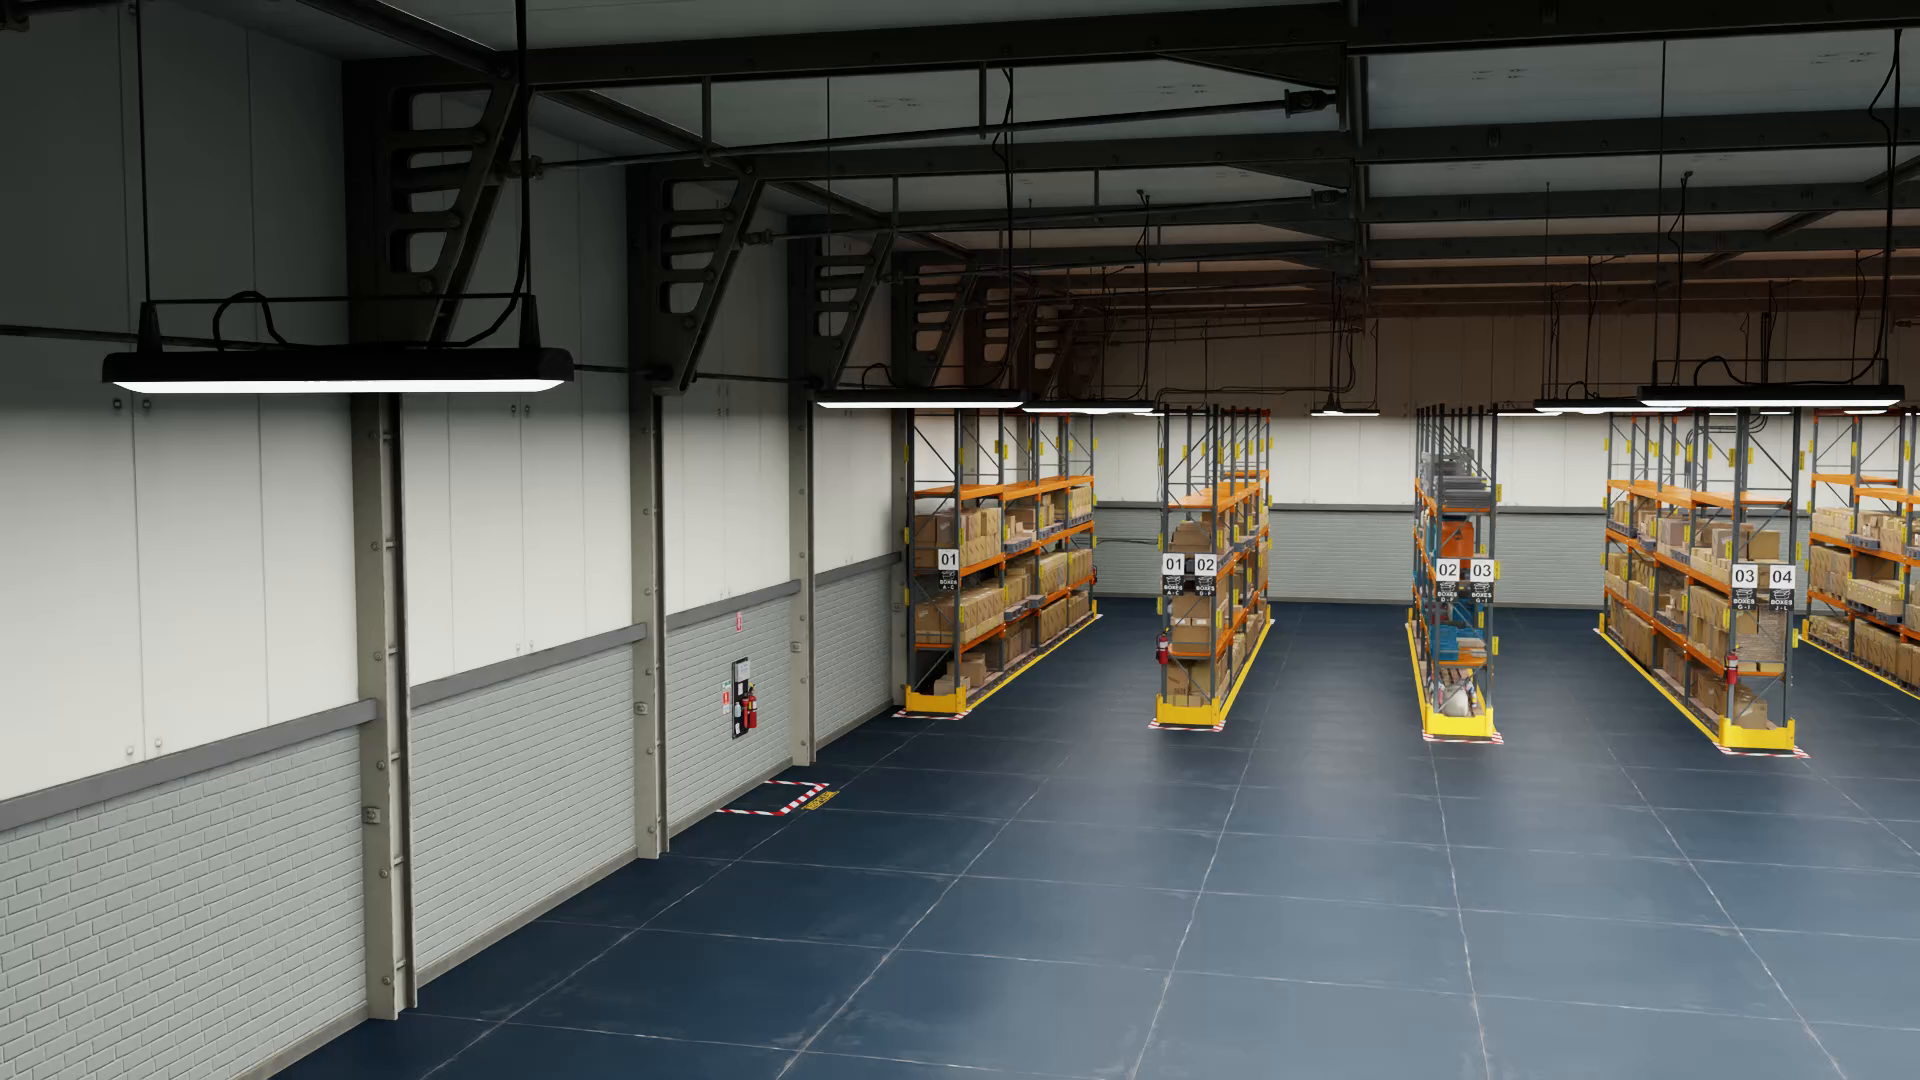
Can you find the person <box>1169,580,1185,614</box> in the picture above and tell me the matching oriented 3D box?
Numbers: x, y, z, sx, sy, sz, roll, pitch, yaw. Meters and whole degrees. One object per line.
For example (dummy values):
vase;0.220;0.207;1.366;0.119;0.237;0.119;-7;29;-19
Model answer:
person;6.442;1.322;48.304;0.689;1.761;0.628;2;5;27
